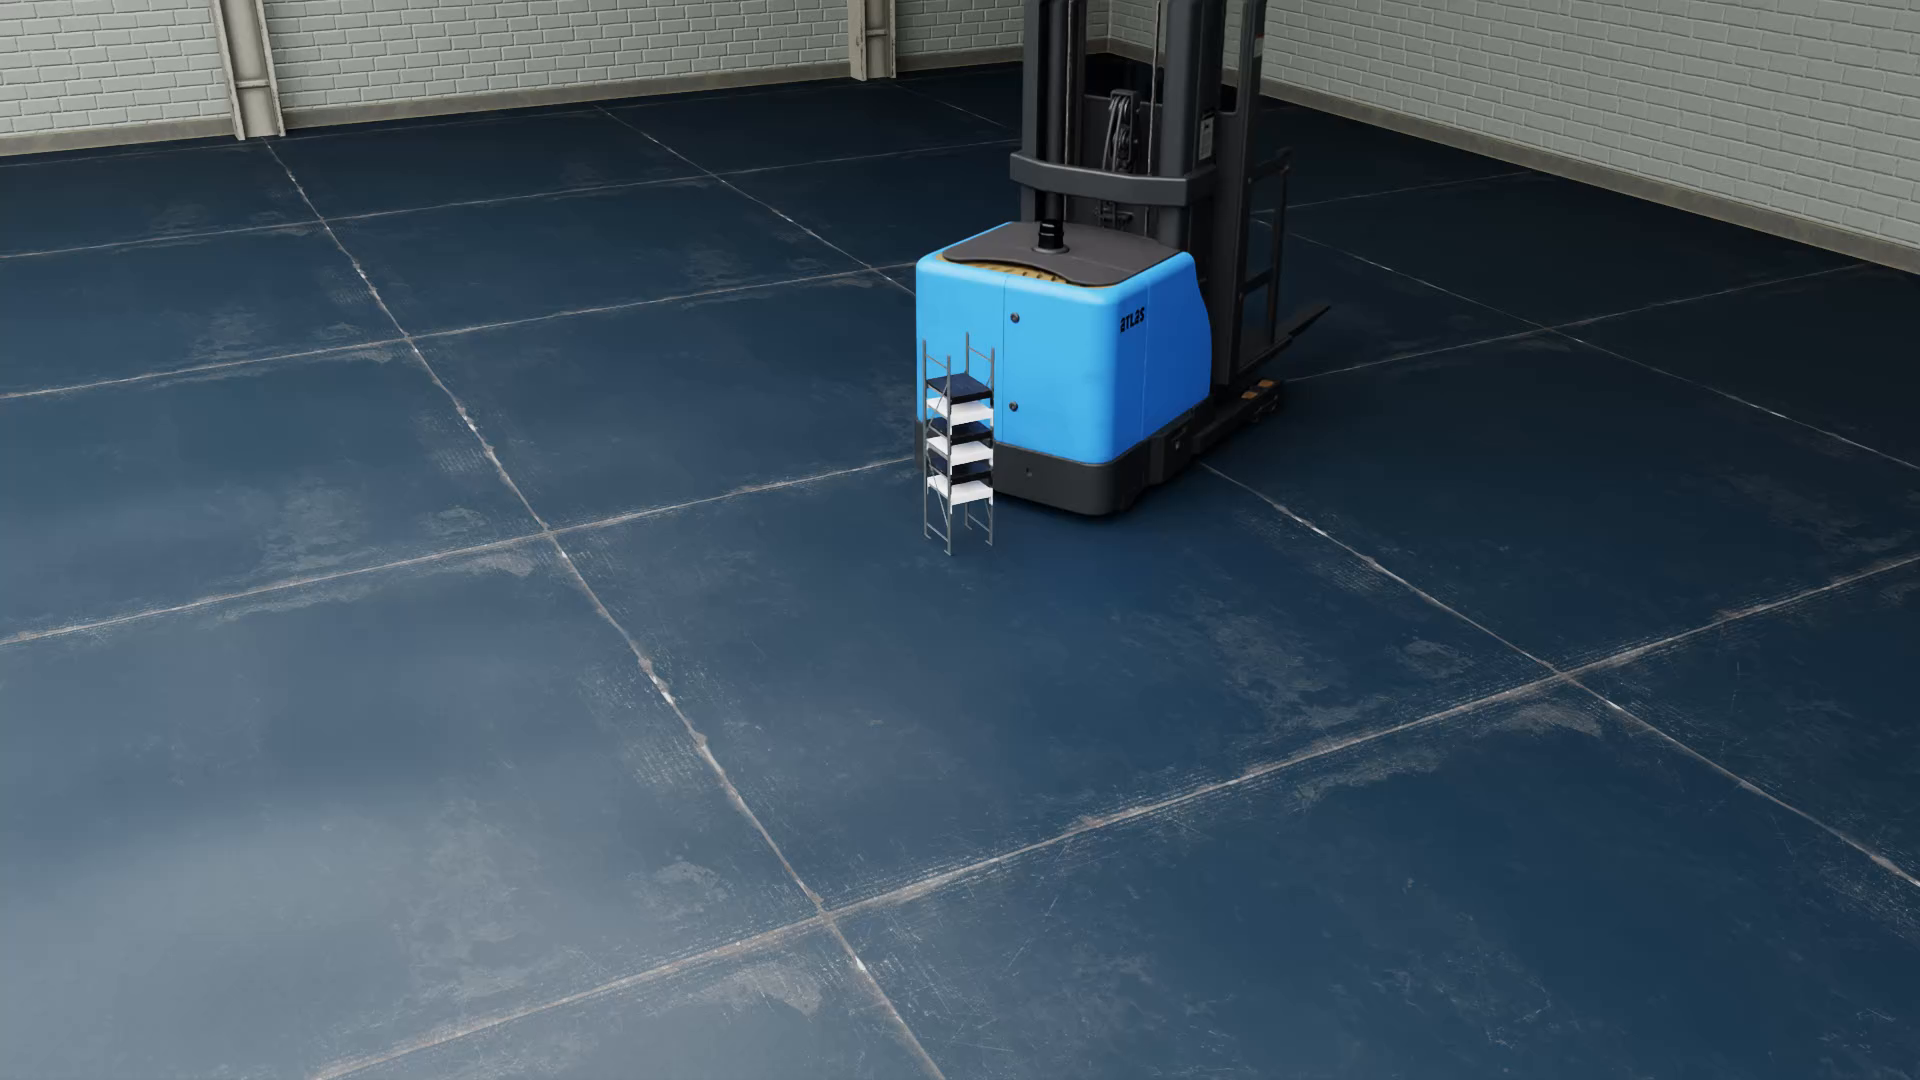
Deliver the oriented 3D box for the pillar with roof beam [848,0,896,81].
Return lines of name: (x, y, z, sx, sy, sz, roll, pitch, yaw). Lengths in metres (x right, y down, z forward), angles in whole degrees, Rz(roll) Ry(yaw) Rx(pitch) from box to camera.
pillar with roof beam: (1.123, -7.225, 11.901, 0.400, 9.000, 9.100, -13, 29, -25)

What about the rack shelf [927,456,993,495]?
rack shelf: (-0.007, -0.293, 7.105, 0.200, 0.077, 0.258, -13, 29, -25)

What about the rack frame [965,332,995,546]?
rack frame: (0.083, -0.425, 7.095, 0.006, 0.900, 0.240, -13, 29, -25)

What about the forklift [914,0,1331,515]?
forklift: (1.020, -2.018, 8.067, 1.130, 2.935, 3.031, 16, 30, 30)

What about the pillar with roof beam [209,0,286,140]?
pillar with roof beam: (-4.172, -6.003, 9.356, 0.400, 9.000, 9.100, -13, 29, -25)

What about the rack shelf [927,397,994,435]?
rack shelf: (-0.007, -0.536, 6.988, 0.200, 0.077, 0.258, -13, 29, -25)

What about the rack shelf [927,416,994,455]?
rack shelf: (-0.007, -0.455, 7.027, 0.200, 0.077, 0.258, -13, 29, -25)

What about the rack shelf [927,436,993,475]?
rack shelf: (-0.007, -0.374, 7.066, 0.200, 0.077, 0.258, -13, 29, -25)

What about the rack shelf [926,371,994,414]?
rack shelf: (-0.007, -0.617, 6.949, 0.200, 0.077, 0.258, -13, 29, -25)

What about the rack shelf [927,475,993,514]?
rack shelf: (-0.007, -0.212, 7.144, 0.200, 0.077, 0.258, -13, 29, -25)

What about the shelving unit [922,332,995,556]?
shelving unit: (-0.007, -0.404, 7.052, 0.210, 0.900, 0.258, -13, 29, -25)

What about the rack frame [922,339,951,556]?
rack frame: (-0.097, -0.383, 7.009, 0.006, 0.900, 0.240, -13, 29, -25)
